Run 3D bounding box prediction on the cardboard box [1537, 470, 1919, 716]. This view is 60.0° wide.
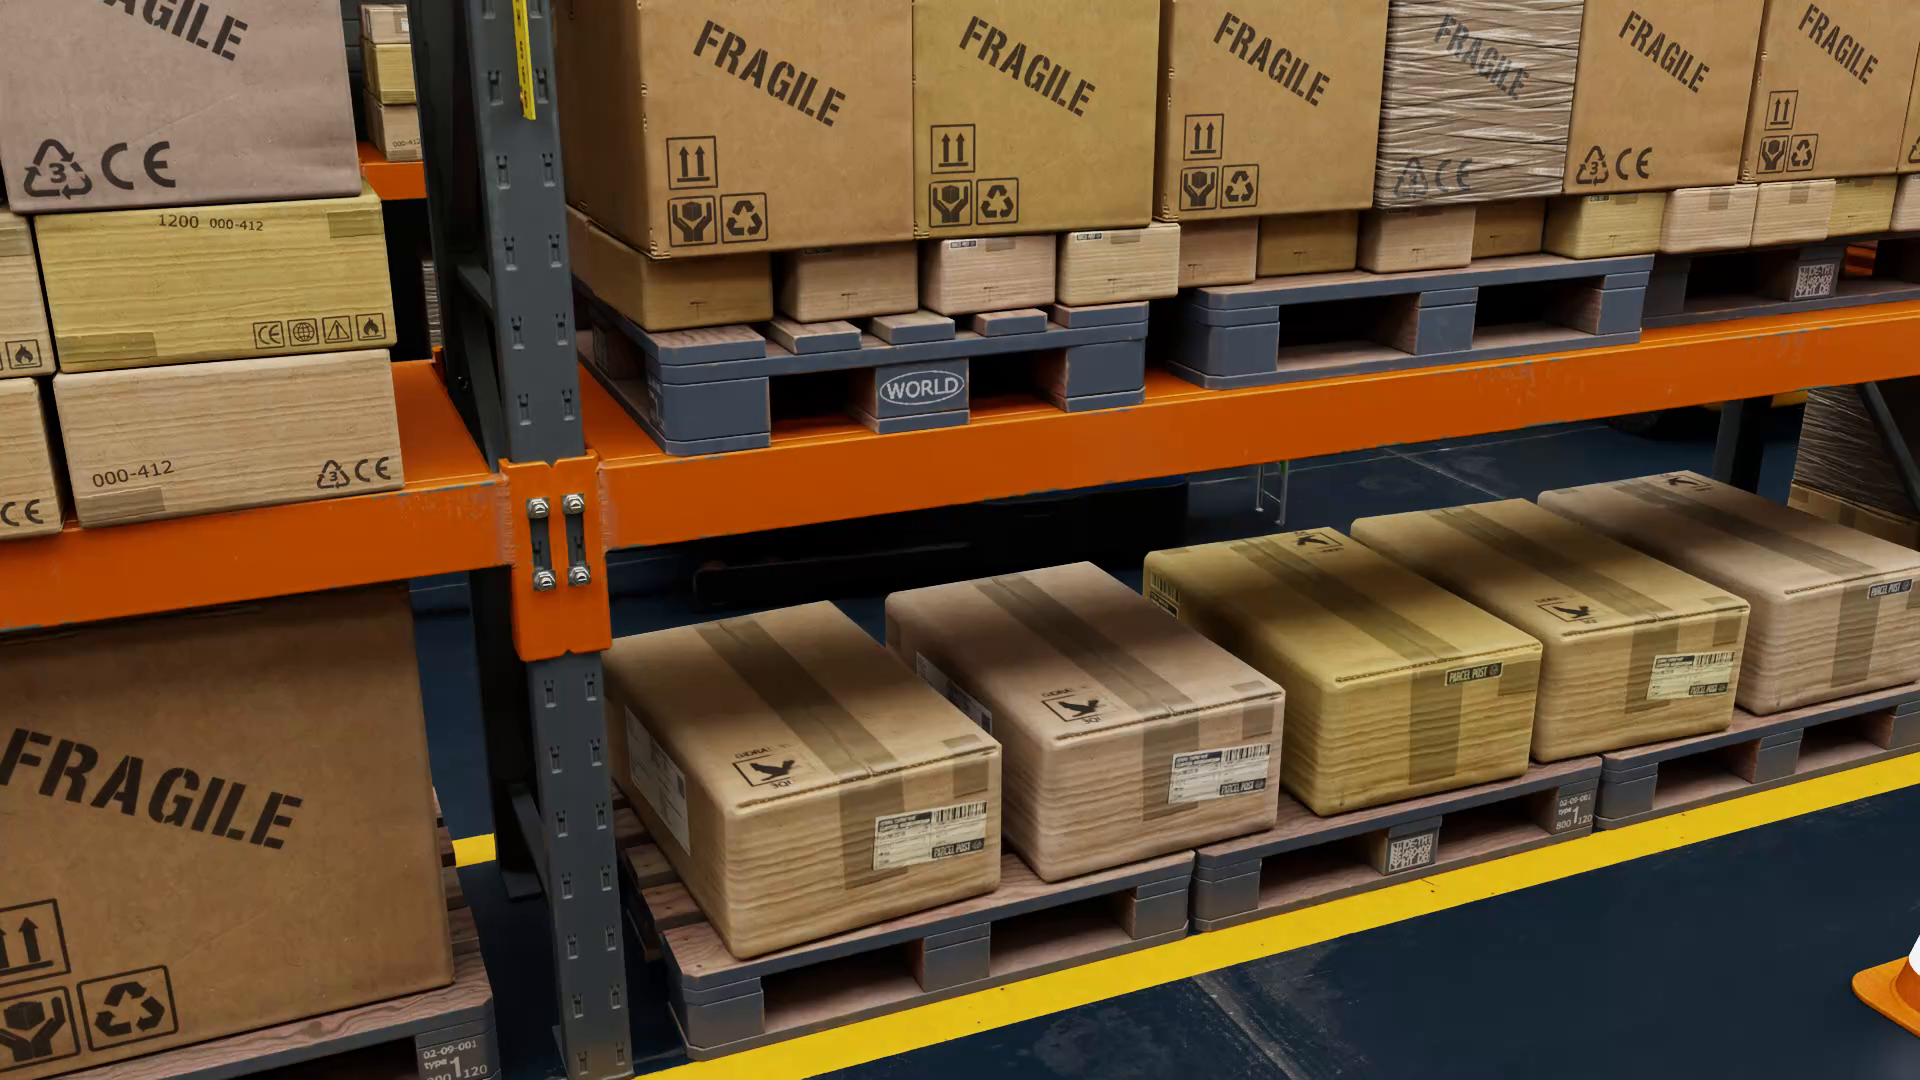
[{"bbox_3d":[2.272,0.126,4.971,0.625,0.372,0.950,-8,21,-21],"label":"cardboard box"}]

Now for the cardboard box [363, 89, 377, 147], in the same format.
[{"bbox_3d":[-2.579,-2.038,8.020,0.500,0.250,0.500,-9,21,-23],"label":"cardboard box"}]

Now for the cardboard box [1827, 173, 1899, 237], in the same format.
[{"bbox_3d":[2.140,-0.883,4.260,0.250,0.149,0.380,-9,21,-24],"label":"cardboard box"}]

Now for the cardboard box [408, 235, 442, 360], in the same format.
[{"bbox_3d":[-2.312,-1.128,8.151,0.625,0.625,0.875,-7,21,-20],"label":"cardboard box"}]

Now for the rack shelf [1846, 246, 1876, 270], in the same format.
[{"bbox_3d":[4.589,-0.909,5.669,4.000,0.370,1.077,-8,21,-22],"label":"rack shelf"}]

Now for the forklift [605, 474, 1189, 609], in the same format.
[{"bbox_3d":[-0.715,-1.334,5.897,3.031,2.935,1.130,-5,20,-14],"label":"forklift"}]

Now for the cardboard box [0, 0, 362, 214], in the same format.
[{"bbox_3d":[-1.292,-0.830,2.705,0.500,0.500,0.500,-9,21,-23],"label":"cardboard box"}]

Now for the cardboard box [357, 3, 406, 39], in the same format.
[{"bbox_3d":[-2.671,-2.429,7.778,0.250,0.149,0.380,-7,21,-20],"label":"cardboard box"}]

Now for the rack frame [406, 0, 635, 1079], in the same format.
[{"bbox_3d":[-0.920,-0.459,3.308,0.127,3.000,1.000,-8,21,-22],"label":"rack frame"}]

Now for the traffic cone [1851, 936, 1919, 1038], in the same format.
[{"bbox_3d":[2.168,0.802,3.548,0.334,0.463,0.336,-8,21,-22],"label":"traffic cone"}]

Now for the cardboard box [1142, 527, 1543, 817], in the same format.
[{"bbox_3d":[0.975,0.314,4.438,0.625,0.372,0.950,-7,21,-20],"label":"cardboard box"}]

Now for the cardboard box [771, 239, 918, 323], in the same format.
[{"bbox_3d":[-0.276,-0.551,3.317,0.250,0.149,0.380,-10,22,-25],"label":"cardboard box"}]

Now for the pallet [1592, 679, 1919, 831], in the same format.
[{"bbox_3d":[2.038,0.433,4.973,1.213,0.211,1.003,-8,21,-22],"label":"pallet"}]

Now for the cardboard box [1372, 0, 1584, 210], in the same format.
[{"bbox_3d":[1.007,-1.039,3.725,0.500,0.500,0.500,-9,21,-24],"label":"cardboard box"}]

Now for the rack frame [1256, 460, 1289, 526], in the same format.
[{"bbox_3d":[1.266,-0.660,6.590,0.015,1.200,0.240,-5,20,-14],"label":"rack frame"}]

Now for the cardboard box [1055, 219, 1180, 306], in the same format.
[{"bbox_3d":[0.255,-0.603,3.464,0.250,0.149,0.380,-8,21,-22],"label":"cardboard box"}]

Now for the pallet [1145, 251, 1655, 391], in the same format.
[{"bbox_3d":[0.881,-0.641,4.115,1.213,0.211,1.003,-8,21,-22],"label":"pallet"}]

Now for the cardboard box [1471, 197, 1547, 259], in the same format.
[{"bbox_3d":[1.164,-0.779,3.965,0.250,0.149,0.380,-9,21,-24],"label":"cardboard box"}]

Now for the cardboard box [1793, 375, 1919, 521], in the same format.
[{"bbox_3d":[3.189,-0.399,5.518,0.500,0.500,0.500,-8,21,-23],"label":"cardboard box"}]

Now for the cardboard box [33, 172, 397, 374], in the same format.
[{"bbox_3d":[-1.265,-0.482,2.849,0.500,0.250,0.500,-8,21,-22],"label":"cardboard box"}]

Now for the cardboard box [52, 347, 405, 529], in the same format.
[{"bbox_3d":[-1.282,-0.242,2.919,0.500,0.250,0.500,-9,21,-24],"label":"cardboard box"}]

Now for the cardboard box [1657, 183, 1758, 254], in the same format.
[{"bbox_3d":[1.685,-0.804,4.034,0.250,0.149,0.380,-8,21,-21],"label":"cardboard box"}]

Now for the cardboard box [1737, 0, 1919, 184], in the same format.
[{"bbox_3d":[1.964,-1.174,4.109,0.500,0.500,0.500,-8,21,-22],"label":"cardboard box"}]

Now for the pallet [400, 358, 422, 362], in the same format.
[{"bbox_3d":[-2.119,-0.753,8.342,1.213,0.211,1.003,-8,21,-22],"label":"pallet"}]

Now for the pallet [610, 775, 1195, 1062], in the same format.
[{"bbox_3d":[-0.202,0.754,4.062,1.213,0.211,1.003,-8,21,-22],"label":"pallet"}]

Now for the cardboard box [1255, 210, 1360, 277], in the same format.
[{"bbox_3d":[0.689,-0.708,3.761,0.250,0.149,0.380,-7,21,-20],"label":"cardboard box"}]

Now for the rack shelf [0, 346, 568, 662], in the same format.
[{"bbox_3d":[-2.757,0.144,2.680,4.000,0.370,1.077,-8,21,-22],"label":"rack shelf"}]

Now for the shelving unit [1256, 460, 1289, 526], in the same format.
[{"bbox_3d":[1.030,-0.639,6.530,0.503,1.200,0.258,-5,20,-14],"label":"shelving unit"}]

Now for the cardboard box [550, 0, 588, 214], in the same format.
[{"bbox_3d":[-0.613,-0.989,3.583,0.500,0.500,0.500,-9,21,-23],"label":"cardboard box"}]

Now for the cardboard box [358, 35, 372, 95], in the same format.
[{"bbox_3d":[-2.588,-2.281,7.956,0.500,0.250,0.500,-8,21,-21],"label":"cardboard box"}]

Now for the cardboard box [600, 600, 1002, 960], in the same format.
[{"bbox_3d":[-0.398,0.512,3.877,0.625,0.372,0.950,-10,22,-26],"label":"cardboard box"}]

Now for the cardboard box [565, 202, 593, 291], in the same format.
[{"bbox_3d":[-0.713,-0.653,3.606,0.250,0.149,0.380,-7,21,-20],"label":"cardboard box"}]

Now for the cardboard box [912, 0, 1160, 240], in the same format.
[{"bbox_3d":[0.060,-0.903,3.341,0.500,0.500,0.500,-7,21,-19],"label":"cardboard box"}]
